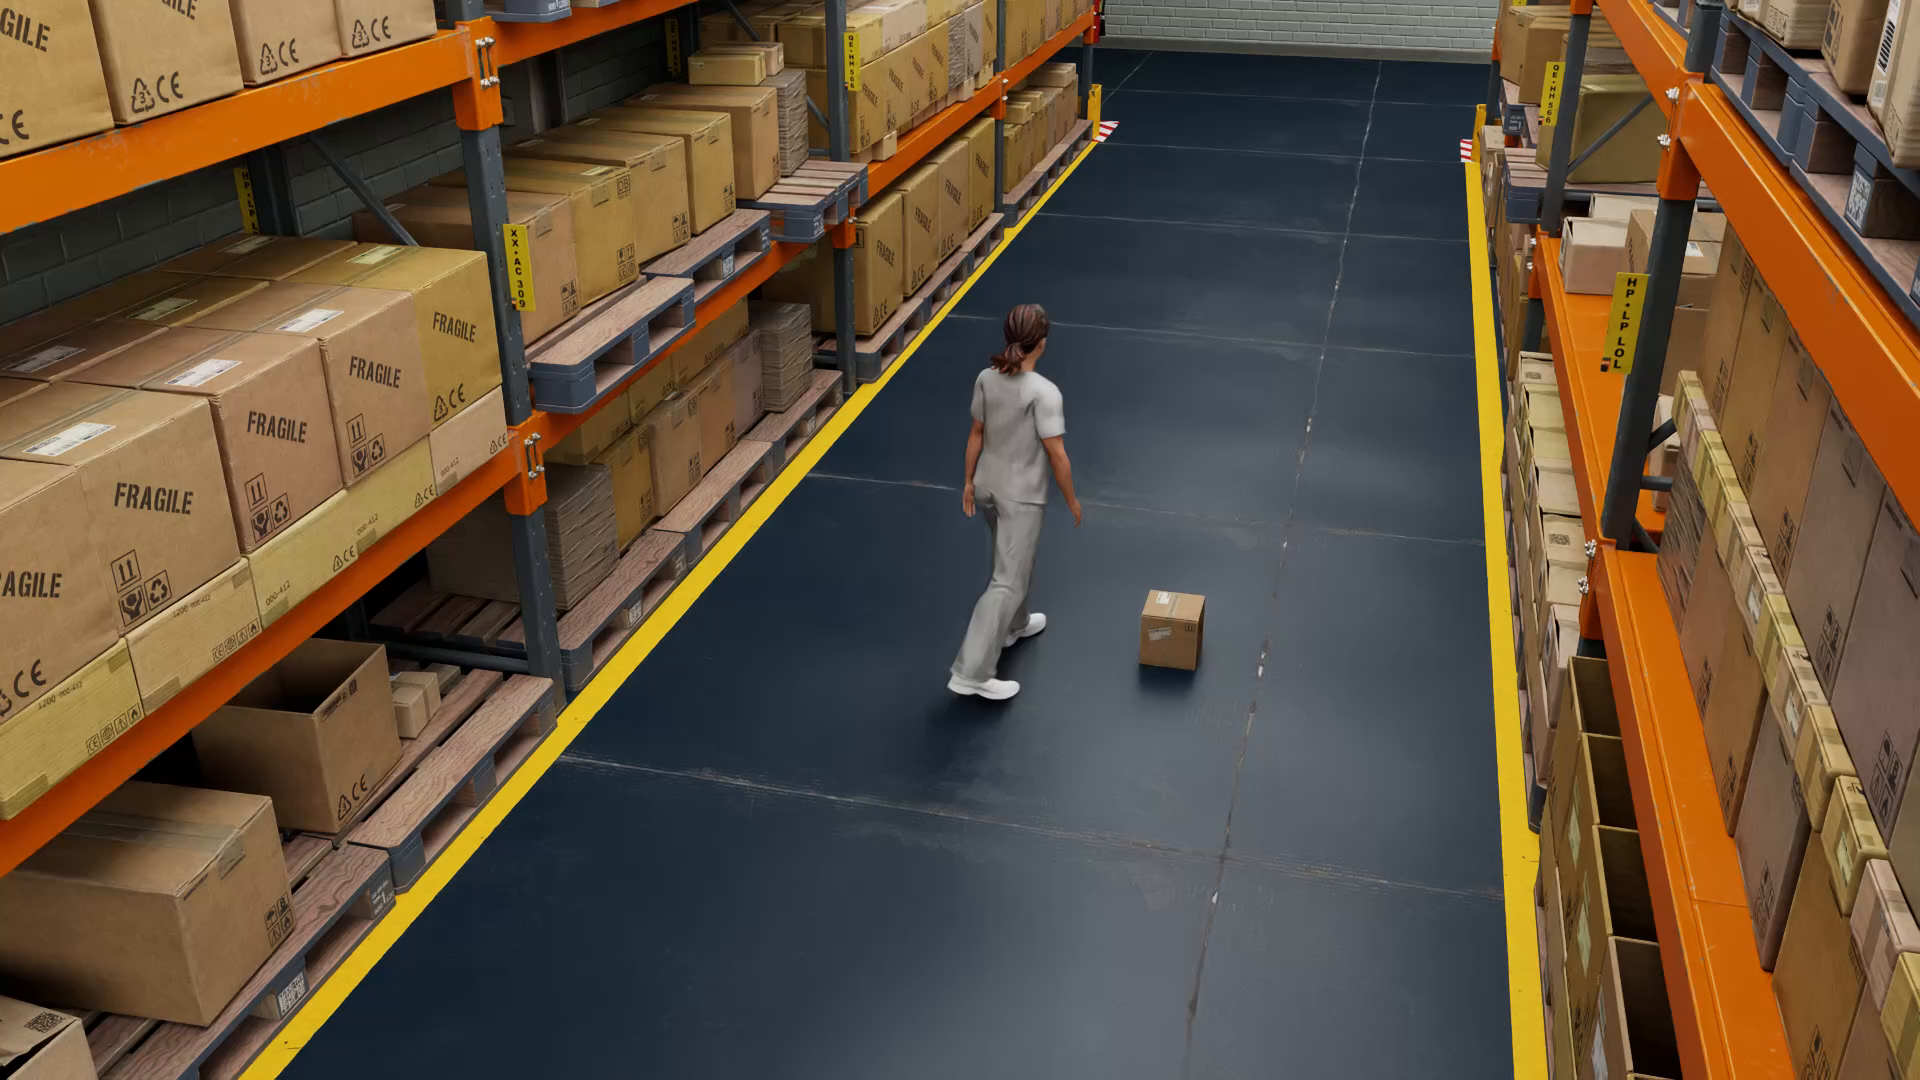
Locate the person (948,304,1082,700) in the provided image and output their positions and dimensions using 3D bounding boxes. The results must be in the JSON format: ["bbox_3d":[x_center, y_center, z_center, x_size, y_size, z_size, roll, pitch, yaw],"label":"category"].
[{"bbox_3d":[0.210,-0.178,7.011,0.800,1.639,0.515,-22,33,-38],"label":"person"}]
